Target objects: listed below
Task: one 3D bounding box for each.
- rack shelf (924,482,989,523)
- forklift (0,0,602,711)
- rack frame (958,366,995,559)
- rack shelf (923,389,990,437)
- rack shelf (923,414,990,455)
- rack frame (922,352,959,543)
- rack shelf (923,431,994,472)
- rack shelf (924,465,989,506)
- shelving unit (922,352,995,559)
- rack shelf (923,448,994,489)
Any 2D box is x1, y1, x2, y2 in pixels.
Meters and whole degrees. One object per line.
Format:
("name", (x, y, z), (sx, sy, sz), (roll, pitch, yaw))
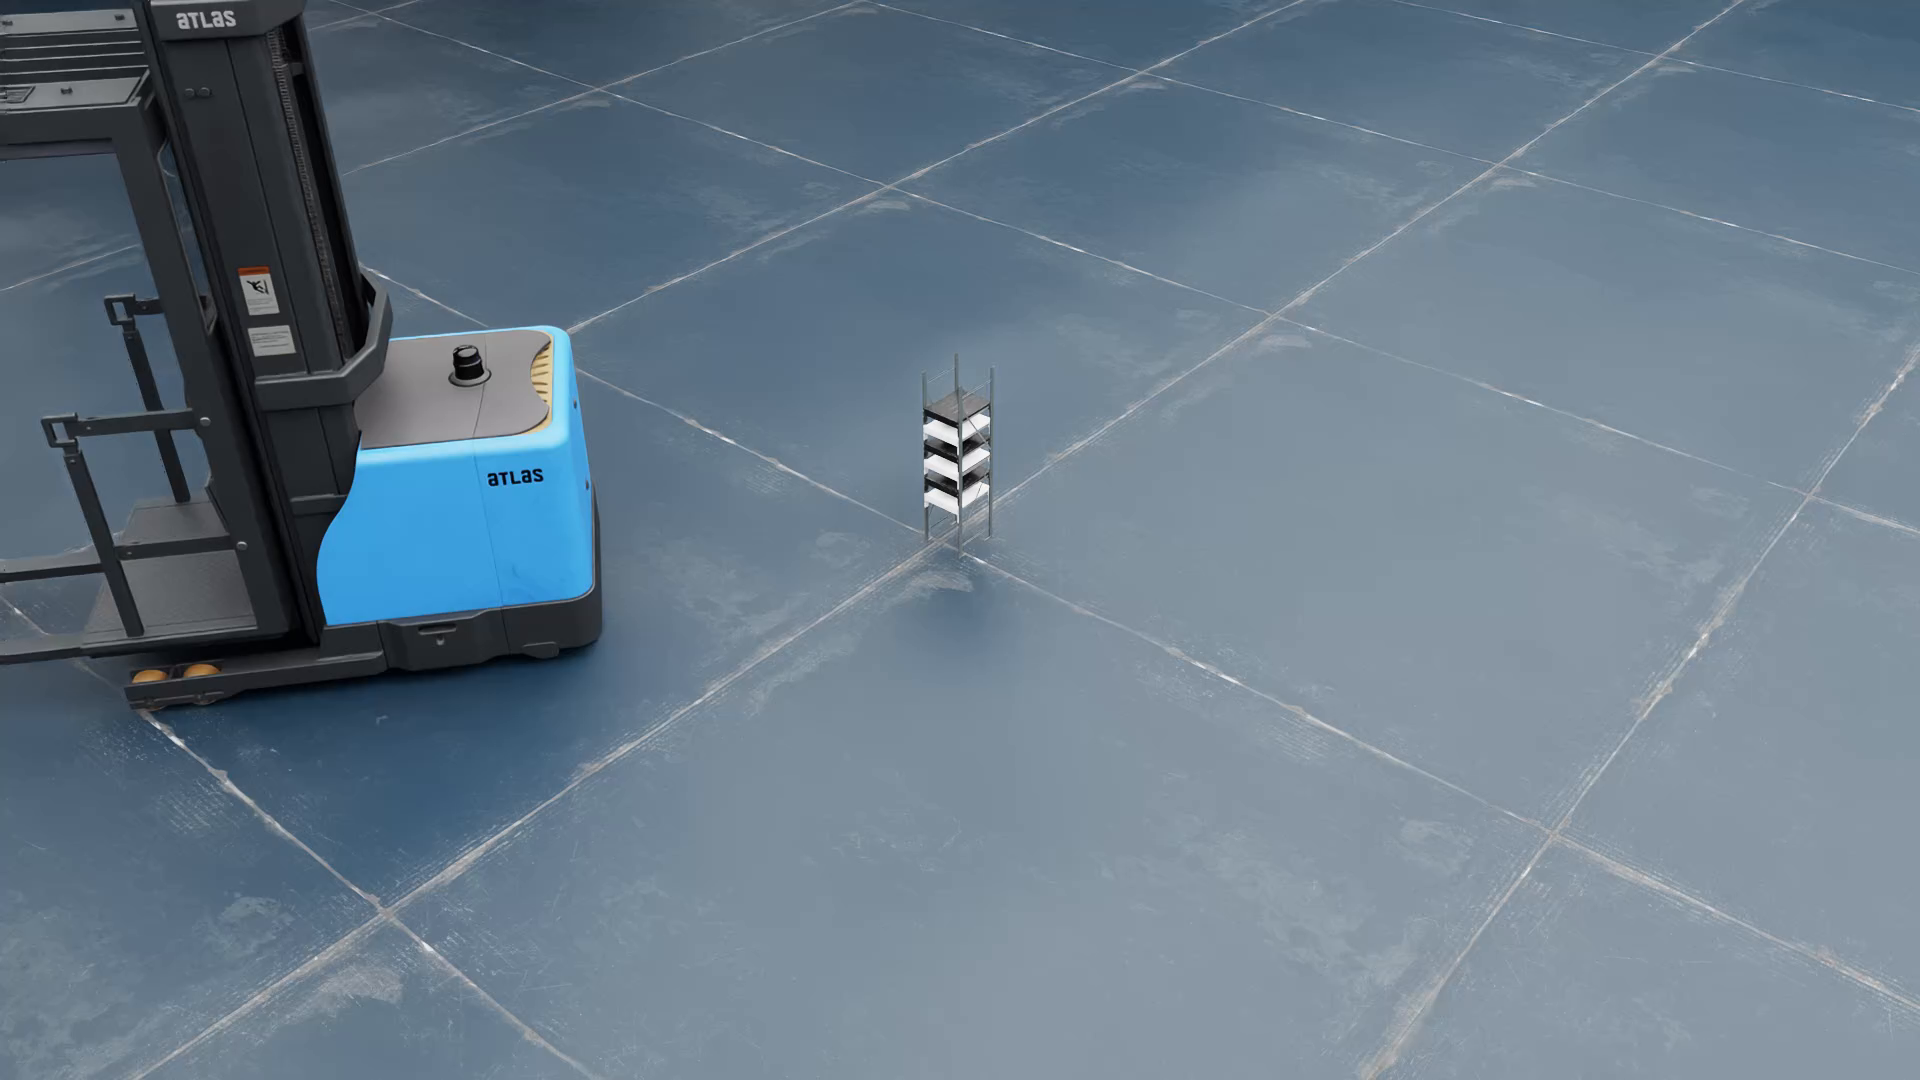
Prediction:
("rack shelf", (-0.006, -0.198, 7.620), (0.200, 0.077, 0.258), (25, 42, 32))
("forklift", (-3.089, -0.842, 6.387), (3.031, 2.935, 1.130), (-6, 35, -9))
("rack frame", (0.072, -0.337, 7.446), (0.006, 0.900, 0.240), (25, 42, 32))
("rack shelf", (-0.006, -0.569, 7.366), (0.200, 0.077, 0.258), (25, 42, 32))
("rack shelf", (-0.006, -0.495, 7.417), (0.200, 0.077, 0.258), (25, 42, 32))
("rack frame", (-0.084, -0.411, 7.553), (0.006, 0.900, 0.240), (25, 42, 32))
("rack shelf", (-0.006, -0.421, 7.467), (0.200, 0.077, 0.258), (25, 42, 32))
("rack shelf", (-0.006, -0.272, 7.569), (0.200, 0.077, 0.258), (25, 42, 32))
("shelving unit", (-0.006, -0.374, 7.500), (0.210, 0.900, 0.258), (25, 42, 32))
("rack shelf", (-0.006, -0.346, 7.518), (0.200, 0.077, 0.258), (25, 42, 32))
